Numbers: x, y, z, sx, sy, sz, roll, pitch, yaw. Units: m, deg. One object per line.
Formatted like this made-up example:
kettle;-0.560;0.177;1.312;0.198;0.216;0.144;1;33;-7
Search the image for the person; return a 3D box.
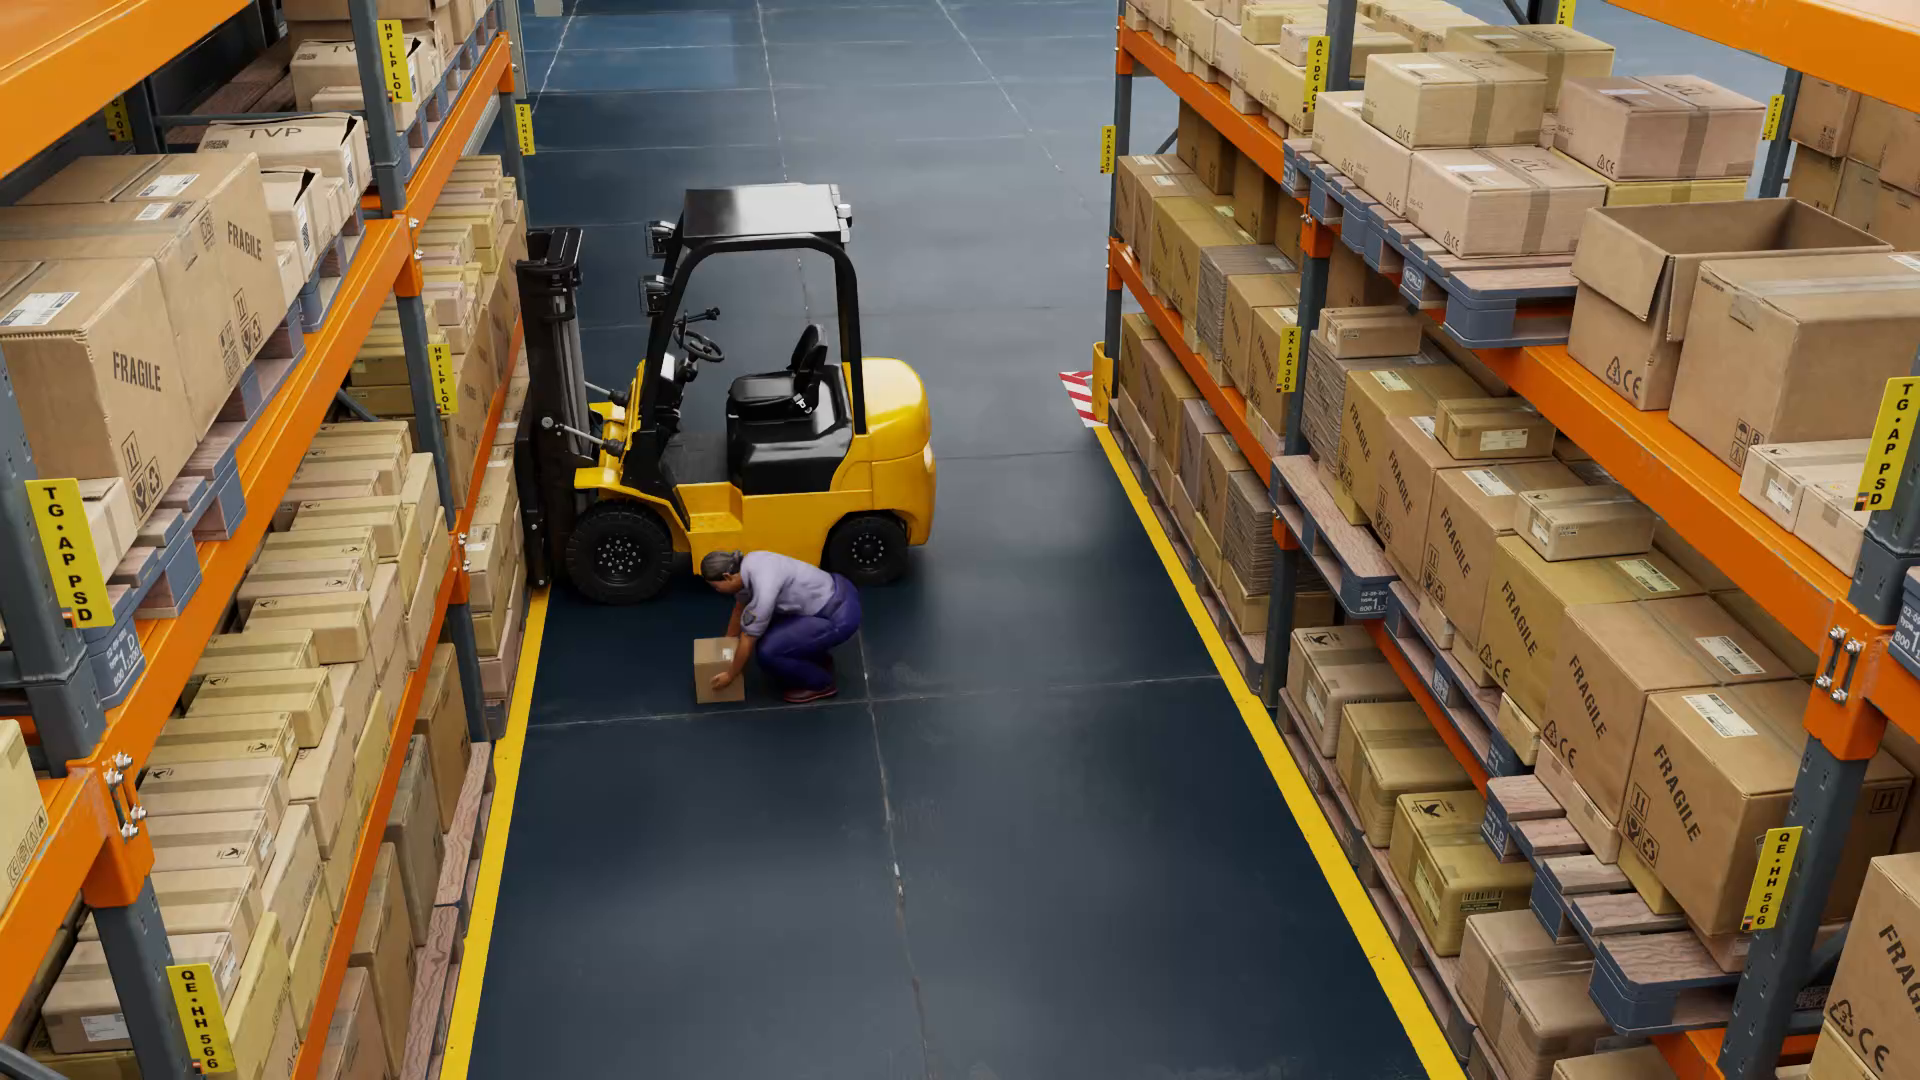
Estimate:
person;-0.929;0.401;8.716;0.828;0.869;0.524;-4;28;-7
